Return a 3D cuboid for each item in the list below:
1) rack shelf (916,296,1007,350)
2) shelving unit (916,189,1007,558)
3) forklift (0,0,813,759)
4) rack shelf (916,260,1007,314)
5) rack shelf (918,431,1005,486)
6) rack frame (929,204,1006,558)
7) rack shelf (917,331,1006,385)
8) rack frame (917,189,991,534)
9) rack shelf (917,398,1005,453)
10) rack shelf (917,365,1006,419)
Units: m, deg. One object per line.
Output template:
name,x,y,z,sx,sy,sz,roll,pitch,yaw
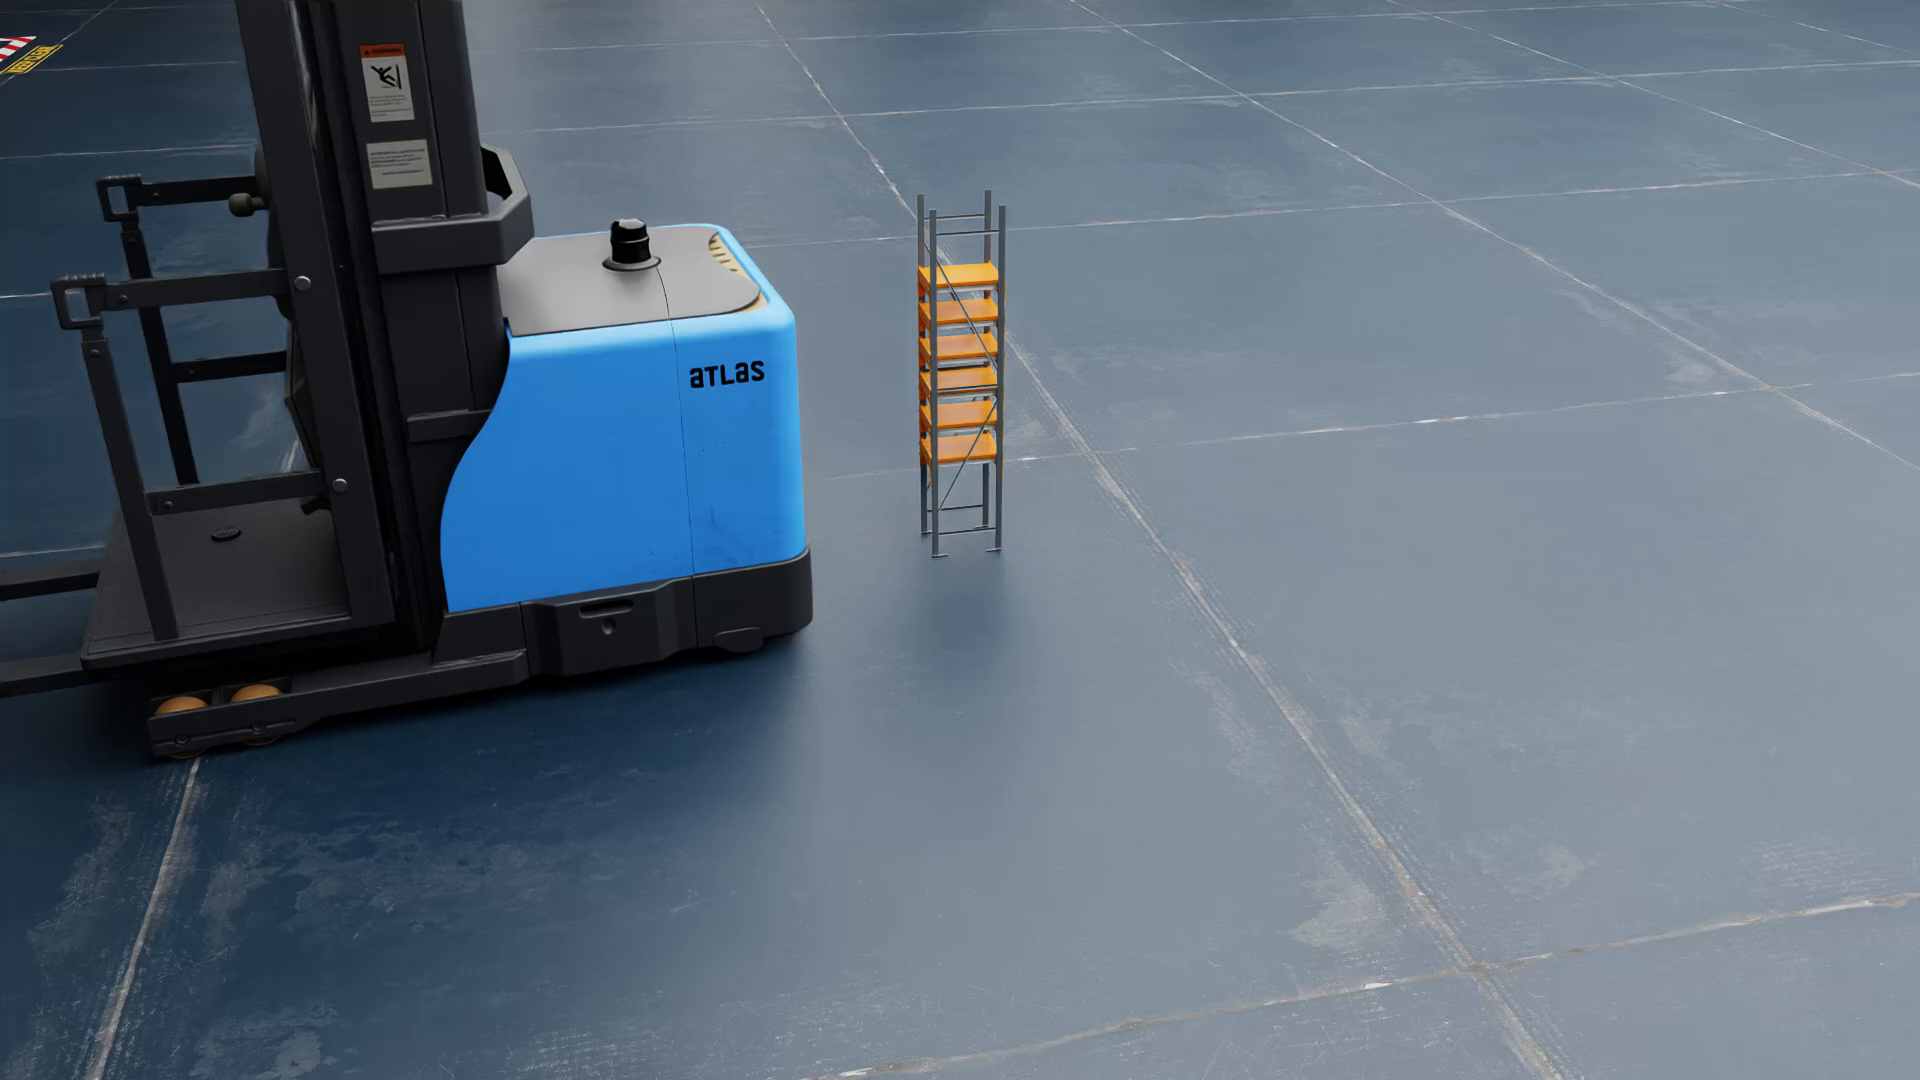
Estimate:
rack shelf,0.003,-0.704,5.379,0.258,0.103,0.180,-6,27,-12
shelving unit,0.003,-0.529,5.467,0.258,1.200,0.189,-6,27,-12
forklift,-2.026,-0.977,4.432,3.031,2.935,1.130,-9,28,-17
rack shelf,0.003,-0.811,5.325,0.258,0.103,0.180,-6,27,-12
rack shelf,0.003,-0.275,5.595,0.258,0.103,0.180,-6,27,-12
rack frame,0.024,-0.489,5.387,0.240,1.200,0.006,-6,27,-12
rack shelf,0.003,-0.597,5.433,0.258,0.103,0.180,-6,27,-12
rack frame,-0.017,-0.569,5.547,0.240,1.200,0.006,-6,27,-12
rack shelf,0.003,-0.382,5.541,0.258,0.103,0.180,-6,27,-12
rack shelf,0.003,-0.490,5.487,0.258,0.103,0.180,-6,27,-12
